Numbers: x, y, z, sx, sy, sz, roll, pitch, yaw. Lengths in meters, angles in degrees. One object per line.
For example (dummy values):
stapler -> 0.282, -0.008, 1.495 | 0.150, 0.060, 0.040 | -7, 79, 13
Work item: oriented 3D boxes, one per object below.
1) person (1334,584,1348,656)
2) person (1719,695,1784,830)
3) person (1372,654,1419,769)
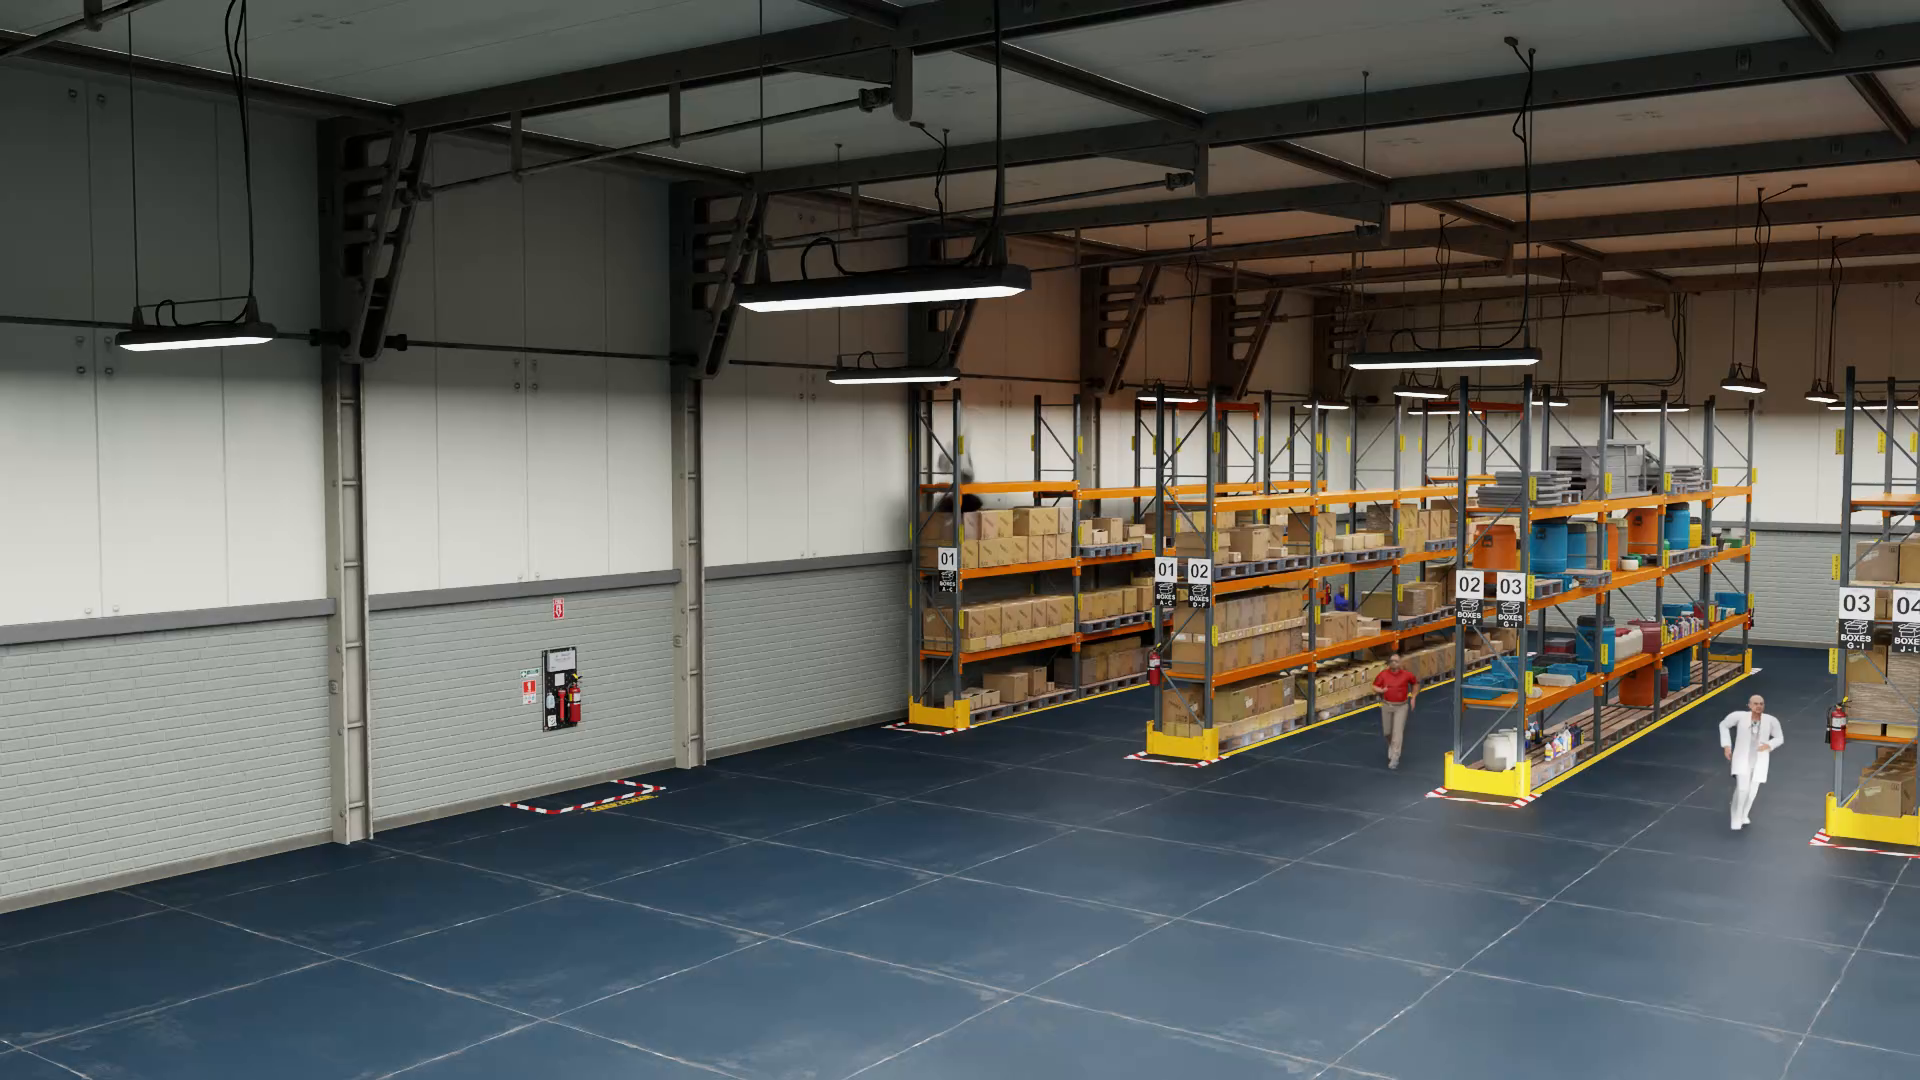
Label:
person -> 9.167, 1.888, 39.790 | 0.558, 1.681, 0.885 | 2, 4, 31
person -> 10.316, 2.951, 21.683 | 0.728, 1.802, 0.718 | 1, 3, 14
person -> 6.790, 2.639, 25.983 | 0.675, 1.724, 0.943 | 1, 4, 25
